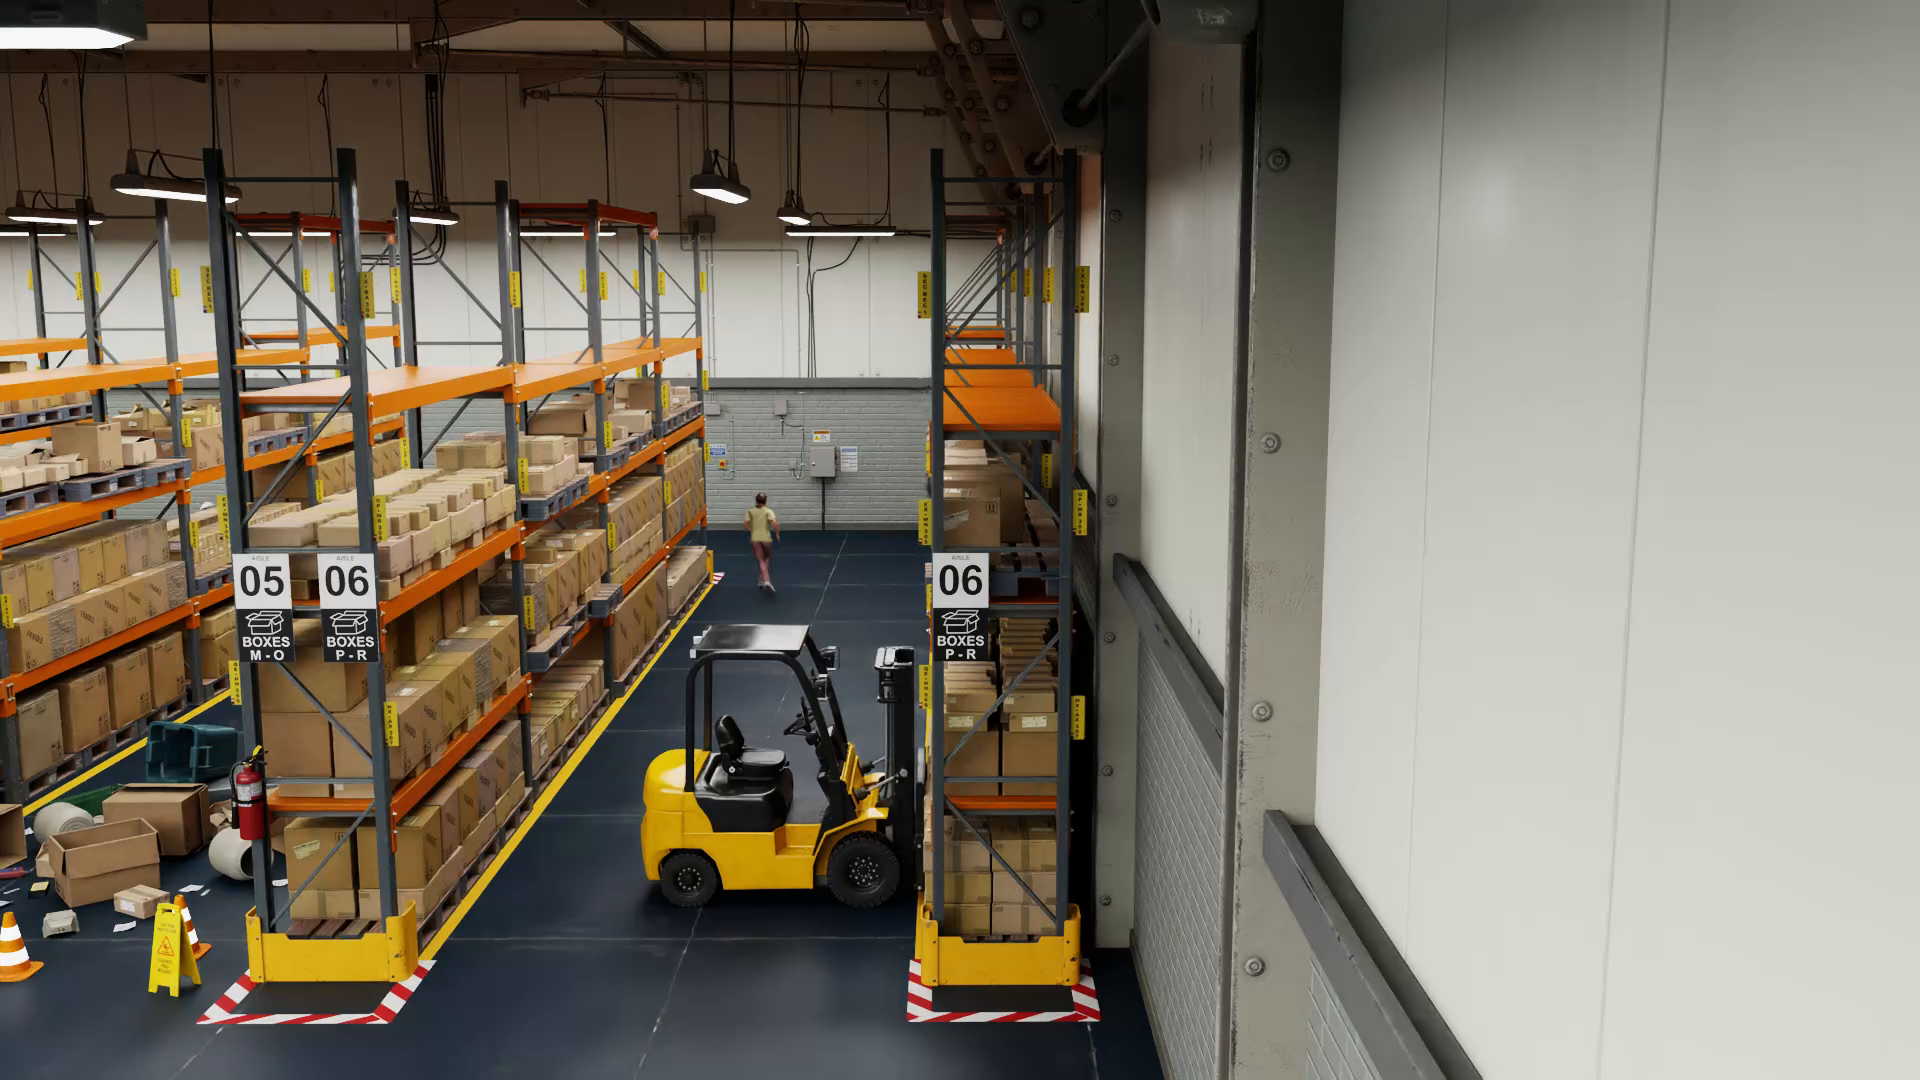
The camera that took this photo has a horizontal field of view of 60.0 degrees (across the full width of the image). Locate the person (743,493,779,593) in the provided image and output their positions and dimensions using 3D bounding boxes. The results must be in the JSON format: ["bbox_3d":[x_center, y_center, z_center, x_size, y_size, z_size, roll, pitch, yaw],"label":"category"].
[{"bbox_3d":[-3.233,0.089,26.953,0.584,1.628,0.804,0,9,-2],"label":"person"}]

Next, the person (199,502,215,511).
[{"bbox_3d":[-11.347,0.268,25.369,0.653,1.772,1.049,1,9,4],"label":"person"}]
